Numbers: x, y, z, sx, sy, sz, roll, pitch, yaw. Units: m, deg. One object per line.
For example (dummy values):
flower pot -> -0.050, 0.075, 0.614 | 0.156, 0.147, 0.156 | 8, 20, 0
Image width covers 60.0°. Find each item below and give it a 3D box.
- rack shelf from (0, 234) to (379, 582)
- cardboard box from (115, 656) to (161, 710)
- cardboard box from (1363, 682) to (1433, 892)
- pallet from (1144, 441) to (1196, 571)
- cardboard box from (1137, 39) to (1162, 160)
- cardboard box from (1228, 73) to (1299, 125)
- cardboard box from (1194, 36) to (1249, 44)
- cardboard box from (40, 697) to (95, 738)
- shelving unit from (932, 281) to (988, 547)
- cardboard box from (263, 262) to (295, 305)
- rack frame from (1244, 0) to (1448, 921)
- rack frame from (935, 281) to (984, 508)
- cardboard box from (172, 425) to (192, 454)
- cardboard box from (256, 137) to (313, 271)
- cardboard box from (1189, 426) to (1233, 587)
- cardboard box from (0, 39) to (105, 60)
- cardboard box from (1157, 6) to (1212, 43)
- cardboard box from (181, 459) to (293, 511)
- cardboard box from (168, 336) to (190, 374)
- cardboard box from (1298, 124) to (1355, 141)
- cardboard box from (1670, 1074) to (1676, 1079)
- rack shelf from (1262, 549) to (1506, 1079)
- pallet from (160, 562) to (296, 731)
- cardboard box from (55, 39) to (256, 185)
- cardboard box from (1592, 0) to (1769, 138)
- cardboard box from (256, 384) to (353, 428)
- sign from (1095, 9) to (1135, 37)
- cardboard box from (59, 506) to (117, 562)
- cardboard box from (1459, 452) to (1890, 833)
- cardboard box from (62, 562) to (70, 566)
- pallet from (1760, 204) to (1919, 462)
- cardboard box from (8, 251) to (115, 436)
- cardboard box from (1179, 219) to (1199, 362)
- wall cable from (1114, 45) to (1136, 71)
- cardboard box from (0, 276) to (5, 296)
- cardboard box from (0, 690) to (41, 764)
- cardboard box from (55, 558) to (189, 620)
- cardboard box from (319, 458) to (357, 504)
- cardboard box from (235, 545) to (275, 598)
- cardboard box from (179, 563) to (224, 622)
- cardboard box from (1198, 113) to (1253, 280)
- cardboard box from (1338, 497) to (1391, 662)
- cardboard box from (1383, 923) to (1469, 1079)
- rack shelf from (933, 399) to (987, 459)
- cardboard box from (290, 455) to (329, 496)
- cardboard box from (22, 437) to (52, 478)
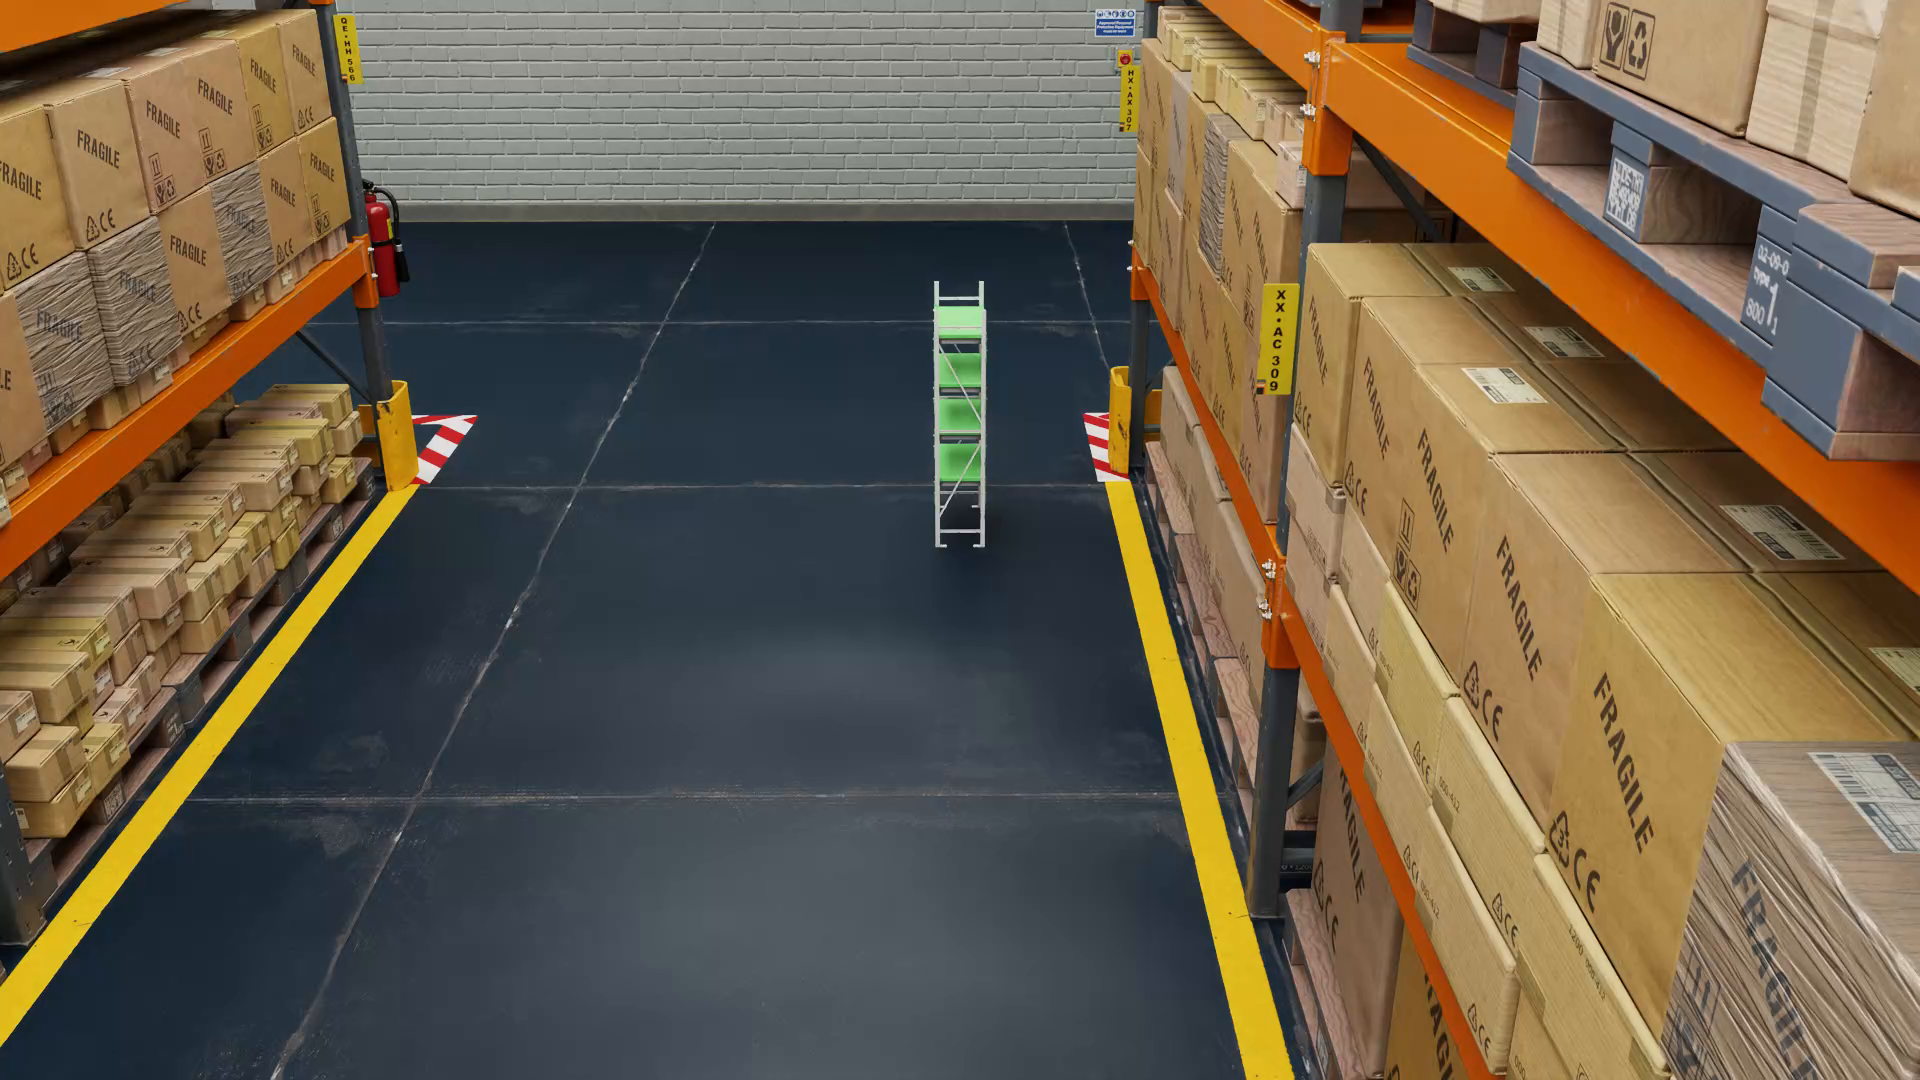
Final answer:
rack shelf -> -3.515, -0.573, 6.749 | 1.077, 0.370, 4.000 | 0, 24, -1
cardboard box -> -3.286, 0.564, 6.314 | 0.380, 0.149, 0.250 | -1, 24, -2
cardboard box -> 1.193, 0.535, 3.609 | 0.500, 0.250, 0.500 | 0, 24, -1
pallet -> 1.499, -0.189, 8.411 | 1.003, 0.211, 1.213 | 0, 24, -1
cardboard box -> 1.133, -2.091, 7.898 | 0.500, 0.500, 0.500 | -1, 24, -2
cardboard box -> 1.183, -1.589, 6.003 | 0.380, 0.149, 0.250 | -1, 24, -2
cardboard box -> 1.178, -2.006, 6.924 | 0.380, 0.149, 0.250 | 0, 24, 0
cardboard box -> -3.269, 0.641, 5.782 | 0.380, 0.149, 0.250 | 0, 24, 0
shelving unit -> -0.002, -0.615, 8.154 | 0.258, 1.200, 0.503 | 0, 24, -1
cardboard box -> -3.241, -1.166, 7.493 | 0.380, 0.149, 0.250 | 0, 24, 1
rack frame -> 1.456, -0.140, 4.920 | 1.000, 3.000, 0.127 | 0, 24, -1
rack frame -> -0.004, -0.715, 8.376 | 0.240, 1.200, 0.015 | 0, 24, -1
cardboard box -> -3.873, -0.453, 7.840 | 0.380, 0.149, 0.250 | 0, 24, -1
cardboard box -> -3.274, -1.509, 7.465 | 0.500, 0.500, 0.500 | -1, 24, -1
cardboard box -> 1.538, -0.164, 7.572 | 0.875, 0.438, 0.875 | 0, 24, 1
cardboard box -> -3.802, -1.753, 6.790 | 0.500, 0.500, 0.500 | -1, 24, -2
cardboard box -> 1.139, -2.438, 7.878 | 0.380, 0.149, 0.250 | 0, 24, 1
cardboard box -> -3.204, -0.244, 7.377 | 0.380, 0.149, 0.250 | 1, 24, 1
cardboard box -> -3.281, -0.733, 6.535 | 0.380, 0.149, 0.250 | 1, 24, 1
cardboard box -> 1.240, -1.172, 5.079 | 0.380, 0.149, 0.250 | 0, 24, 1
cardboard box -> 1.231, 0.939, 2.109 | 0.500, 0.250, 0.500 | -1, 24, -2
rack shelf -> 1.478, 1.012, 3.246 | 1.077, 0.370, 4.000 | 0, 24, -1
pallet -> -3.552, 0.414, 7.079 | 1.003, 0.211, 1.213 | 0, 24, -1
cardboard box -> -3.263, -1.751, 6.786 | 0.500, 0.500, 0.500 | 1, 24, 2
cardboard box -> 1.190, -0.821, 2.153 | 0.500, 0.500, 0.500 | 0, 24, 0
cardboard box -> -3.277, -0.671, 8.322 | 0.380, 0.149, 0.250 | 0, 24, 0
sign -> 1.278, -4.260, 13.701 | 0.327, 0.218, 0.001 | 0, 24, -1
cardboard box -> -3.738, -0.025, 6.894 | 0.380, 0.149, 0.250 | 0, 24, 0
cardboard box -> 1.221, 0.170, 2.899 | 0.500, 0.500, 0.500 | -1, 24, -1
cardboard box -> -3.720, 0.116, 6.942 | 0.380, 0.149, 0.250 | 1, 24, 2
pallet -> 1.439, -0.038, 1.283 | 1.213, 0.211, 1.003 | 1, 24, 2
cardboard box -> -3.259, -0.667, 5.601 | 0.500, 0.500, 0.500 | 0, 24, -1
cardboard box -> 1.173, -1.011, 6.723 | 0.500, 0.500, 0.500 | 1, 24, 1
wall cable -> 1.327, -4.589, 13.486 | 0.585, 1.953, 0.123 | 0, 24, -1
cardboard box -> -3.254, -0.900, 4.904 | 0.500, 0.500, 0.500 | 0, 24, 1
cardboard box -> -3.290, 0.617, 5.473 | 0.380, 0.149, 0.250 | 1, 24, 2
cardboard box -> -3.232, 0.187, 6.425 | 0.380, 0.149, 0.250 | 0, 24, 1
cardboard box -> -3.218, -0.296, 8.213 | 0.380, 0.149, 0.250 | 0, 24, 1
cardboard box -> -3.237, 0.133, 7.266 | 0.380, 0.149, 0.250 | 0, 24, 0
cardboard box -> -3.227, 0.212, 6.731 | 0.380, 0.149, 0.250 | 0, 24, -1
cardboard box -> 1.162, -1.253, 6.047 | 0.500, 0.500, 0.500 | 0, 24, 0
cardboard box -> 1.212, 0.098, 3.970 | 0.500, 0.250, 0.500 | 0, 24, 0
cardboard box -> 1.560, 1.264, 3.884 | 0.875, 0.875, 0.875 | 0, 24, 1
rack shelf -> -0.002, -0.557, 8.180 | 0.258, 0.148, 0.480 | 0, 24, -1
cardboard box -> -3.238, -0.322, 7.911 | 0.380, 0.149, 0.250 | -1, 24, -3
cardboard box -> -3.301, -0.296, 5.569 | 0.380, 0.149, 0.250 | -1, 24, -3
